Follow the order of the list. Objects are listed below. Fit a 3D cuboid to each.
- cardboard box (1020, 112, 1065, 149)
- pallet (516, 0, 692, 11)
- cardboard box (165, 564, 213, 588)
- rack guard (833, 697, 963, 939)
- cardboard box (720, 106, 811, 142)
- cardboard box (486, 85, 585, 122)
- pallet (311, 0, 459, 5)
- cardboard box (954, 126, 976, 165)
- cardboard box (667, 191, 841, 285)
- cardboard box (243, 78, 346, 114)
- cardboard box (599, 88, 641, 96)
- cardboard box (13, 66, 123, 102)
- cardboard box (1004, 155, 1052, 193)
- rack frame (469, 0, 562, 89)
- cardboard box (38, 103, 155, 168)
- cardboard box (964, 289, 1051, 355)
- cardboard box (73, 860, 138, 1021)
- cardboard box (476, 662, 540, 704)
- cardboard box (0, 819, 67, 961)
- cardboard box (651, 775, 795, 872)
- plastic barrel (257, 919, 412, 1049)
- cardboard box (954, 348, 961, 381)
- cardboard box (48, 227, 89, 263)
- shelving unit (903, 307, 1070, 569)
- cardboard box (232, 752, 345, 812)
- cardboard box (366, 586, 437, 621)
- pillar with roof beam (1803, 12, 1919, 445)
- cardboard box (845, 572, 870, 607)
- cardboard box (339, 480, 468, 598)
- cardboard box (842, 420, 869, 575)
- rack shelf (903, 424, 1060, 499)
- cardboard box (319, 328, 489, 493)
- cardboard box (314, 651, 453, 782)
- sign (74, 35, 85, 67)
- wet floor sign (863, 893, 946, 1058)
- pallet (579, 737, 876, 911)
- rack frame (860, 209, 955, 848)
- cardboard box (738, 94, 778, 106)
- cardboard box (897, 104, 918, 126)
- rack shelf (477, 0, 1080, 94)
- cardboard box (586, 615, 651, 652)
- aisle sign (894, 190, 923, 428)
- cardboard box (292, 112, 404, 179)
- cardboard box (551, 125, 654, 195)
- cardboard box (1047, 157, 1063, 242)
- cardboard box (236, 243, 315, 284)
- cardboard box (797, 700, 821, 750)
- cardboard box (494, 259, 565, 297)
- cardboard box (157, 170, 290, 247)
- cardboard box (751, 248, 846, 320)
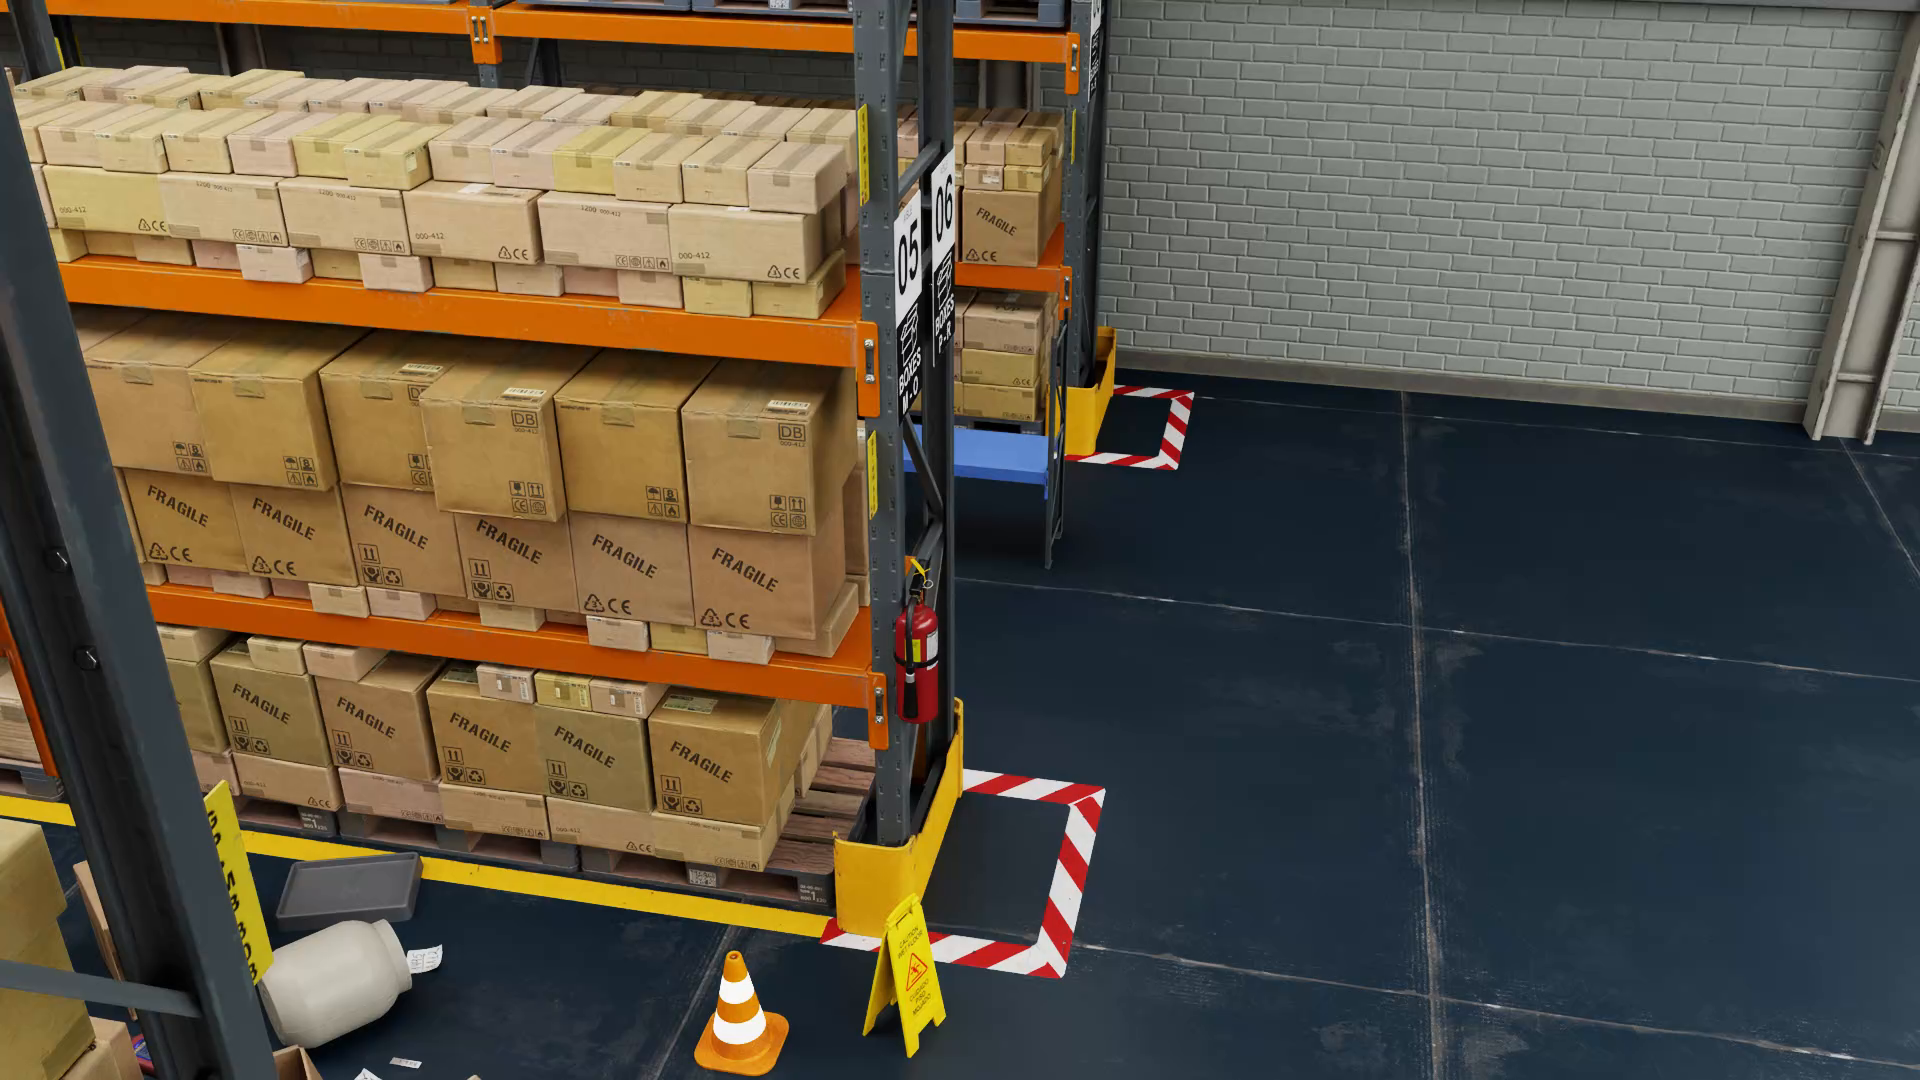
[{"bbox_3d":[0.560,-2.777,11.271,0.250,0.149,0.380,5,29,10],"label":"cardboard box"},{"bbox_3d":[-2.229,-3.788,11.177,1.213,0.211,1.003,6,29,11],"label":"pallet"},{"bbox_3d":[-3.336,0.052,7.455,0.250,0.149,0.380,6,29,10],"label":"cardboard box"},{"bbox_3d":[-0.264,1.236,7.633,0.348,0.500,1.175,6,29,11],"label":"rack guard"},{"bbox_3d":[-0.744,-1.557,6.440,0.250,0.149,0.380,6,29,10],"label":"cardboard box"},{"bbox_3d":[-1.706,-1.716,6.730,0.250,0.149,0.380,7,29,12],"label":"cardboard box"},{"bbox_3d":[-3.933,-3.899,11.486,1.217,0.209,0.805,5,29,9],"label":"pallet"},{"bbox_3d":[-0.060,-2.603,10.954,0.250,0.149,0.380,7,29,12],"label":"cardboard box"},{"bbox_3d":[-0.746,-1.158,6.126,0.500,0.250,0.500,5,29,10],"label":"cardboard box"},{"bbox_3d":[-2.723,-1.782,6.852,0.250,0.149,0.380,5,29,10],"label":"cardboard box"},{"bbox_3d":[-2.456,-3.109,11.878,0.250,0.149,0.380,5,29,9],"label":"cardboard box"},{"bbox_3d":[-3.746,-1.880,7.029,0.250,0.149,0.380,6,29,12],"label":"cardboard box"},{"bbox_3d":[0.446,-2.415,10.921,0.250,0.149,0.380,6,29,11],"label":"cardboard box"},{"bbox_3d":[-3.068,-2.585,12.010,0.127,3.000,1.000,6,29,11],"label":"rack frame"},{"bbox_3d":[-3.344,-1.581,6.484,0.250,0.149,0.380,5,29,9],"label":"cardboard box"},{"bbox_3d":[0.328,-1.500,11.413,0.500,0.250,0.500,7,29,12],"label":"cardboard box"},{"bbox_3d":[-3.337,1.588,6.988,0.500,0.500,0.500,-21,35,-33],"label":"cardboard box"},{"bbox_3d":[-1.903,0.539,7.274,0.250,0.149,0.380,7,29,13],"label":"cardboard box"},{"bbox_3d":[-1.384,0.516,2.112,0.250,0.149,0.380,6,29,11],"label":"cardboard box"},{"bbox_3d":[-1.059,1.212,7.500,0.500,0.250,0.500,6,29,10],"label":"cardboard box"},{"bbox_3d":[-2.525,1.782,6.717,0.512,0.421,0.421,-21,35,-33],"label":"plastic barrel"},{"bbox_3d":[-0.186,-1.339,11.639,0.500,0.250,0.500,6,29,10],"label":"cardboard box"},{"bbox_3d":[-3.604,-1.259,6.726,0.250,0.149,0.380,6,29,11],"label":"cardboard box"},{"bbox_3d":[0.083,-0.649,10.036,1.048,1.500,0.538,6,29,11],"label":"shelving unit"},{"bbox_3d":[-3.056,1.003,7.883,0.500,0.250,0.500,8,30,13],"label":"cardboard box"},{"bbox_3d":[-2.359,0.184,7.214,0.250,0.149,0.380,6,29,10],"label":"cardboard box"},{"bbox_3d":[5.320,-2.685,5.945,0.400,9.000,9.100,6,29,11],"label":"pillar with roof beam"},{"bbox_3d":[-0.478,0.127,7.319,0.250,0.149,0.380,6,29,11],"label":"cardboard box"},{"bbox_3d":[-2.247,-0.116,7.086,0.500,0.500,0.500,6,29,11],"label":"cardboard box"},{"bbox_3d":[-0.595,-0.204,7.248,0.500,0.500,0.500,5,29,10],"label":"cardboard box"},{"bbox_3d":[0.083,-0.492,10.123,1.000,0.185,0.538,6,29,11],"label":"rack shelf"},{"bbox_3d":[-2.207,-0.586,6.904,0.500,0.500,0.700,6,29,10],"label":"cardboard box"},{"bbox_3d":[-2.548,0.726,7.607,0.500,0.500,0.500,7,30,13],"label":"cardboard box"},{"bbox_3d":[-6.867,-3.755,12.941,0.005,0.325,0.100,6,29,11],"label":"sign"},{"bbox_3d":[-0.227,1.702,6.631,0.232,0.644,0.267,17,33,28],"label":"wet floor sign"},{"bbox_3d":[-1.051,1.265,7.881,1.213,0.211,1.003,6,29,11],"label":"pallet"},{"bbox_3d":[-0.189,0.148,7.019,0.127,3.000,1.000,6,29,11],"label":"rack frame"},{"bbox_3d":[-1.447,-3.010,11.697,0.250,0.149,0.380,6,29,10],"label":"cardboard box"},{"bbox_3d":[-0.452,-2.885,11.469,0.250,0.149,0.380,7,29,12],"label":"cardboard box"},{"bbox_3d":[-1.112,-3.385,11.096,4.000,0.370,1.077,6,29,11],"label":"rack shelf"},{"bbox_3d":[-1.375,0.300,7.002,0.250,0.149,0.380,6,29,11],"label":"cardboard box"},{"bbox_3d":[-0.189,-0.850,6.134,0.004,0.787,0.394,6,29,11],"label":"aisle sign"},{"bbox_3d":[-2.324,-1.507,6.348,0.250,0.149,0.380,6,29,12],"label":"cardboard box"},{"bbox_3d":[-1.317,-1.413,6.178,0.250,0.149,0.380,6,29,11],"label":"cardboard box"},{"bbox_3d":[0.417,-2.408,11.582,0.500,0.500,0.500,7,29,12],"label":"cardboard box"},{"bbox_3d":[-2.605,-1.142,6.513,0.250,0.149,0.380,5,29,10],"label":"cardboard box"},{"bbox_3d":[-0.944,0.628,7.787,0.500,0.500,0.500,5,29,9],"label":"cardboard box"},{"bbox_3d":[-1.587,-1.074,6.388,0.250,0.149,0.380,6,29,10],"label":"cardboard box"},{"bbox_3d":[-2.735,-1.358,6.491,0.500,0.250,0.500,6,29,11],"label":"cardboard box"},{"bbox_3d":[-0.597,-0.962,6.184,0.250,0.149,0.380,6,29,11],"label":"cardboard box"}]
